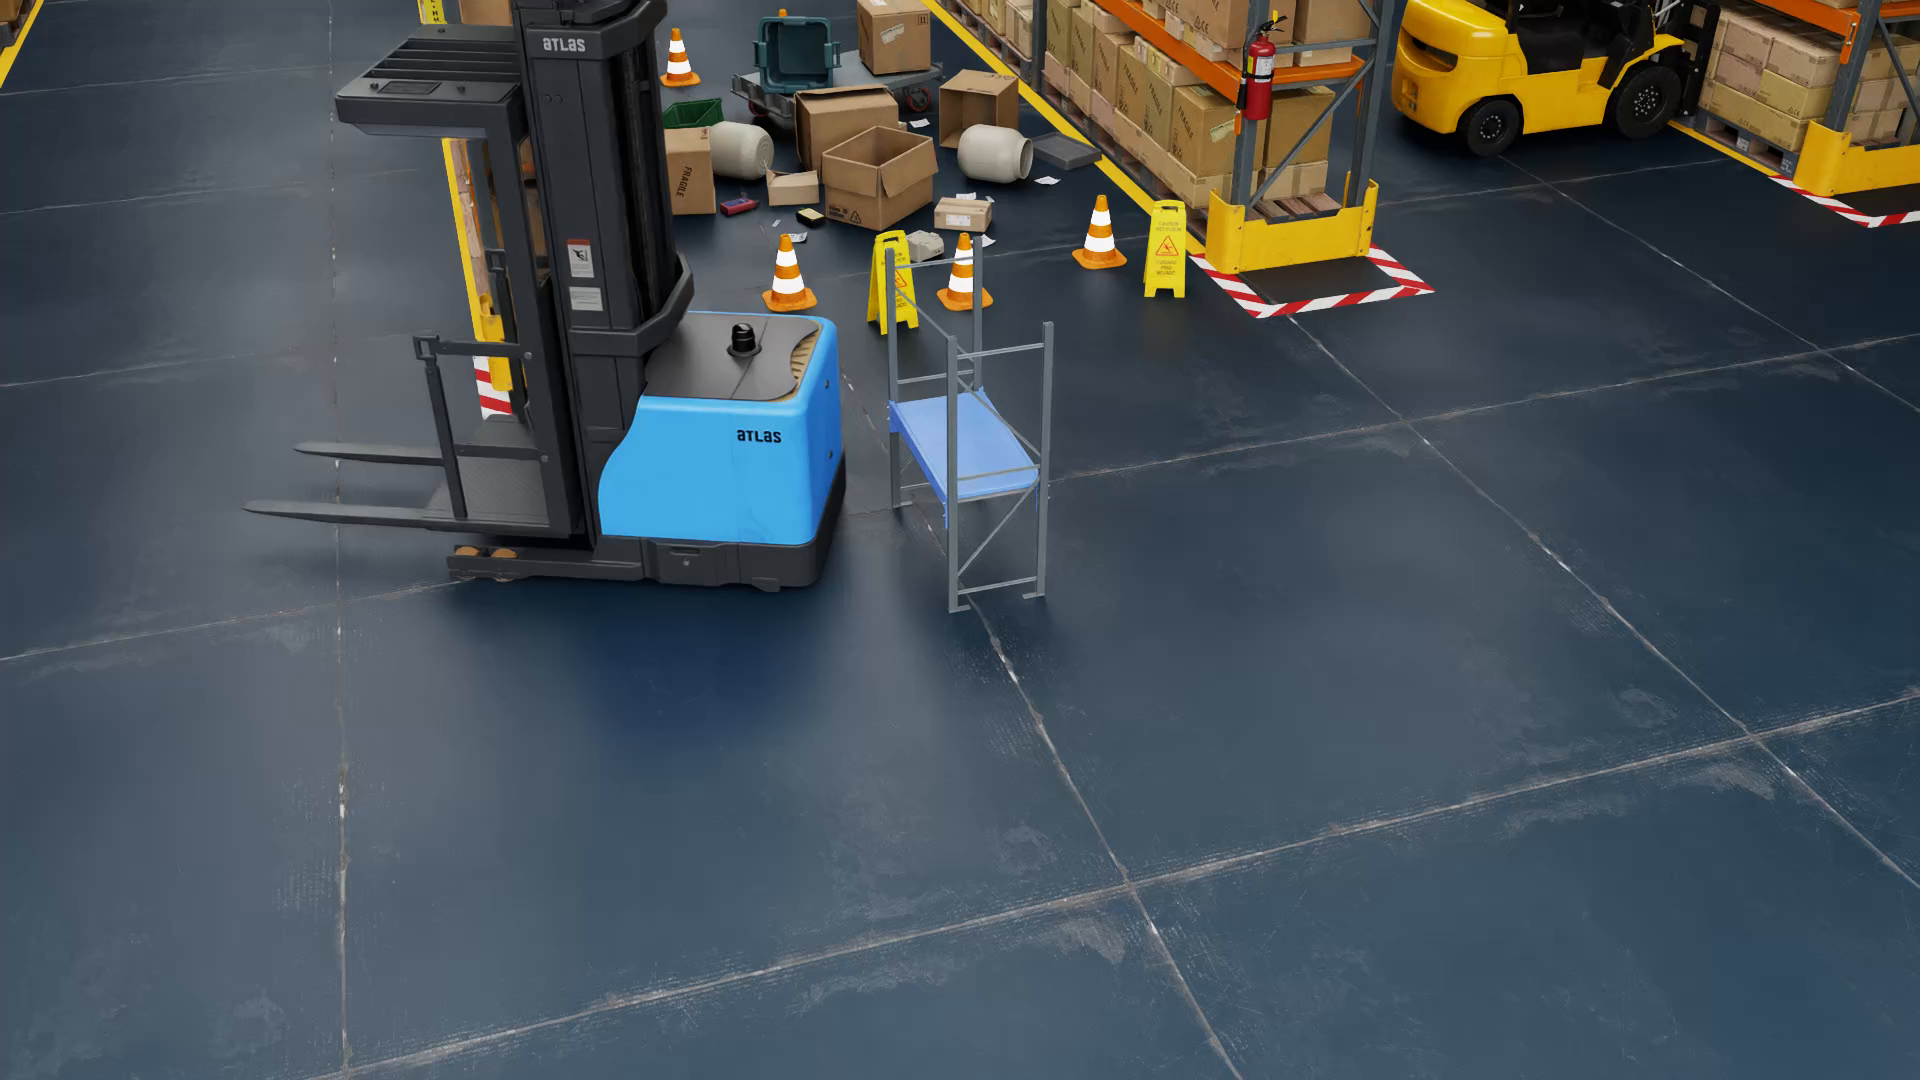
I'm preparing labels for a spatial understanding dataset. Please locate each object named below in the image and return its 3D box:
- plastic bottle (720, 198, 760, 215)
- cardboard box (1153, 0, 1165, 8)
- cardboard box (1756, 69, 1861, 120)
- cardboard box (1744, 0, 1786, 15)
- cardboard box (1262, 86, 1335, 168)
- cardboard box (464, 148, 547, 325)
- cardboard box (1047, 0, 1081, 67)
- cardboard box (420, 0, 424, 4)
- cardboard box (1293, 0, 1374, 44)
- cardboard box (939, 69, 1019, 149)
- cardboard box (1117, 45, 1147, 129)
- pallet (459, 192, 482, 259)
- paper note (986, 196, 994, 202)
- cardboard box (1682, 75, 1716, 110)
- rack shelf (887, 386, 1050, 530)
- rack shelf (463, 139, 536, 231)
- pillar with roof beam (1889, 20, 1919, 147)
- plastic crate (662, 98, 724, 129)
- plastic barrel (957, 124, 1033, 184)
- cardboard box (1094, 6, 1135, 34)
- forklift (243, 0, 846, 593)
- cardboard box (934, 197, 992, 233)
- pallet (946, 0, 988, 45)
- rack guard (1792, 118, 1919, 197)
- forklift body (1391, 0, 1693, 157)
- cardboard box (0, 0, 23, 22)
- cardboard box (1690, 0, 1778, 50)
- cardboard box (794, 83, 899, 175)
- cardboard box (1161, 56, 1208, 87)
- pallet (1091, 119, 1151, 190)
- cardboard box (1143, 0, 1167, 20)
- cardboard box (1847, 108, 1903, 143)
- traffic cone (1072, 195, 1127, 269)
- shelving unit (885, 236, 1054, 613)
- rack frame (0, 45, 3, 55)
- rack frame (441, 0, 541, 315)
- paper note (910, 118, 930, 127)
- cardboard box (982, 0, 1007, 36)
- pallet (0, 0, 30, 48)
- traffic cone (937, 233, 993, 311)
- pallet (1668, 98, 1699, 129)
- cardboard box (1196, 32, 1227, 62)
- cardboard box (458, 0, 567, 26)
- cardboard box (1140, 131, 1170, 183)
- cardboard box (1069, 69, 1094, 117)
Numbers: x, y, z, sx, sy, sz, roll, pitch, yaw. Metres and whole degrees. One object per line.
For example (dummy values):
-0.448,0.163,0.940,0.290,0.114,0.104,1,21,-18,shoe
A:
-1.653,-2.517,12.504,0.283,0.061,0.133,-23,40,-31,plastic bottle
1.620,-4.166,11.973,0.500,0.500,0.500,-10,35,-15,cardboard box
6.626,-3.511,13.002,0.500,0.250,0.500,-10,35,-15,cardboard box
6.808,-4.327,13.783,0.500,0.250,0.500,-10,35,-15,cardboard box
2.356,-3.058,12.089,0.500,0.500,0.500,-11,35,-16,cardboard box
-2.607,-1.983,10.576,0.875,0.875,0.875,-10,35,-14,cardboard box
1.049,-4.320,14.000,0.500,0.500,0.500,-8,34,-12,cardboard box
-4.123,-4.504,14.504,1.050,0.750,0.750,-10,35,-15,cardboard box
2.466,-3.696,11.261,0.500,0.500,0.500,-11,35,-15,cardboard box
0.157,-3.501,13.593,0.500,0.500,0.500,13,36,18,cardboard box
1.544,-3.492,12.746,0.500,0.500,0.500,-11,35,-16,cardboard box
-3.024,-2.232,11.936,1.003,0.211,1.213,-10,35,-15,pallet
0.228,-2.597,12.671,0.032,0.001,0.123,-10,35,-15,paper note
6.341,-3.820,13.923,0.500,0.250,0.500,-10,35,-14,cardboard box
0.026,-0.431,8.368,0.538,0.185,1.000,-10,35,-15,rack shelf
-2.947,-3.099,11.371,1.077,0.370,4.000,-10,35,-15,rack shelf
3.618,-6.367,10.223,9.100,9.000,0.400,-10,35,-15,pillar with roof beam
-2.257,-3.429,13.717,0.450,0.188,0.662,-2,32,16,plastic crate
0.274,-2.989,12.890,0.512,0.421,0.421,13,36,18,plastic barrel
1.273,-4.105,13.086,0.380,0.149,0.250,-8,34,-12,cardboard box
-2.169,-1.296,8.053,3.031,2.935,1.130,3,34,5,forklift
0.023,-2.393,12.237,0.380,0.149,0.250,7,34,10,cardboard box
0.511,-5.221,16.460,1.003,0.211,1.213,-10,35,-15,pallet
7.079,-3.016,12.860,1.175,0.500,0.348,-10,35,-15,rack guard
4.756,-4.406,13.466,2.313,2.155,1.214,-10,35,-15,forklift body
-9.723,-5.423,15.782,1.225,0.875,0.875,-12,35,-17,cardboard box
6.310,-4.236,13.646,0.500,0.250,0.500,-10,35,-14,cardboard box
-0.894,-3.236,13.067,0.797,0.637,0.503,-10,35,-15,cardboard box
1.677,-3.404,12.025,0.380,0.149,0.250,-9,35,-13,cardboard box
1.740,-3.183,13.375,1.003,0.211,1.213,-10,35,-15,pallet
1.571,-3.950,12.234,0.380,0.149,0.250,-10,35,-15,cardboard box
7.108,-3.390,13.272,0.500,0.250,0.500,-10,35,-15,cardboard box
0.986,-2.185,11.637,0.336,0.463,0.334,-10,35,-15,traffic cone
0.026,-0.581,8.269,0.538,1.500,1.048,-10,35,-15,shelving unit
-9.532,-5.768,14.758,1.000,3.000,0.127,-10,35,-15,rack frame
-2.337,-2.349,9.584,1.000,3.000,0.127,-10,35,-15,rack frame
-0.337,-3.531,14.065,0.148,0.019,0.142,-10,35,-15,paper note
0.741,-5.065,15.697,0.950,0.372,0.625,-8,34,-12,cardboard box
-9.701,-5.031,16.173,1.003,0.211,1.213,-10,35,-15,pallet
0.033,-1.820,11.084,0.336,0.463,0.334,-10,35,-15,traffic cone
6.430,-3.942,14.523,1.003,0.211,1.213,-10,35,-15,pallet
1.845,-3.404,11.409,0.380,0.149,0.250,-10,35,-15,cardboard box
-2.414,-3.063,9.550,0.875,0.550,0.550,-10,35,-15,cardboard box
1.693,-2.915,12.554,0.500,0.250,0.500,-10,35,-15,cardboard box
1.222,-3.729,13.786,0.500,0.250,0.500,-8,34,-12,cardboard box
